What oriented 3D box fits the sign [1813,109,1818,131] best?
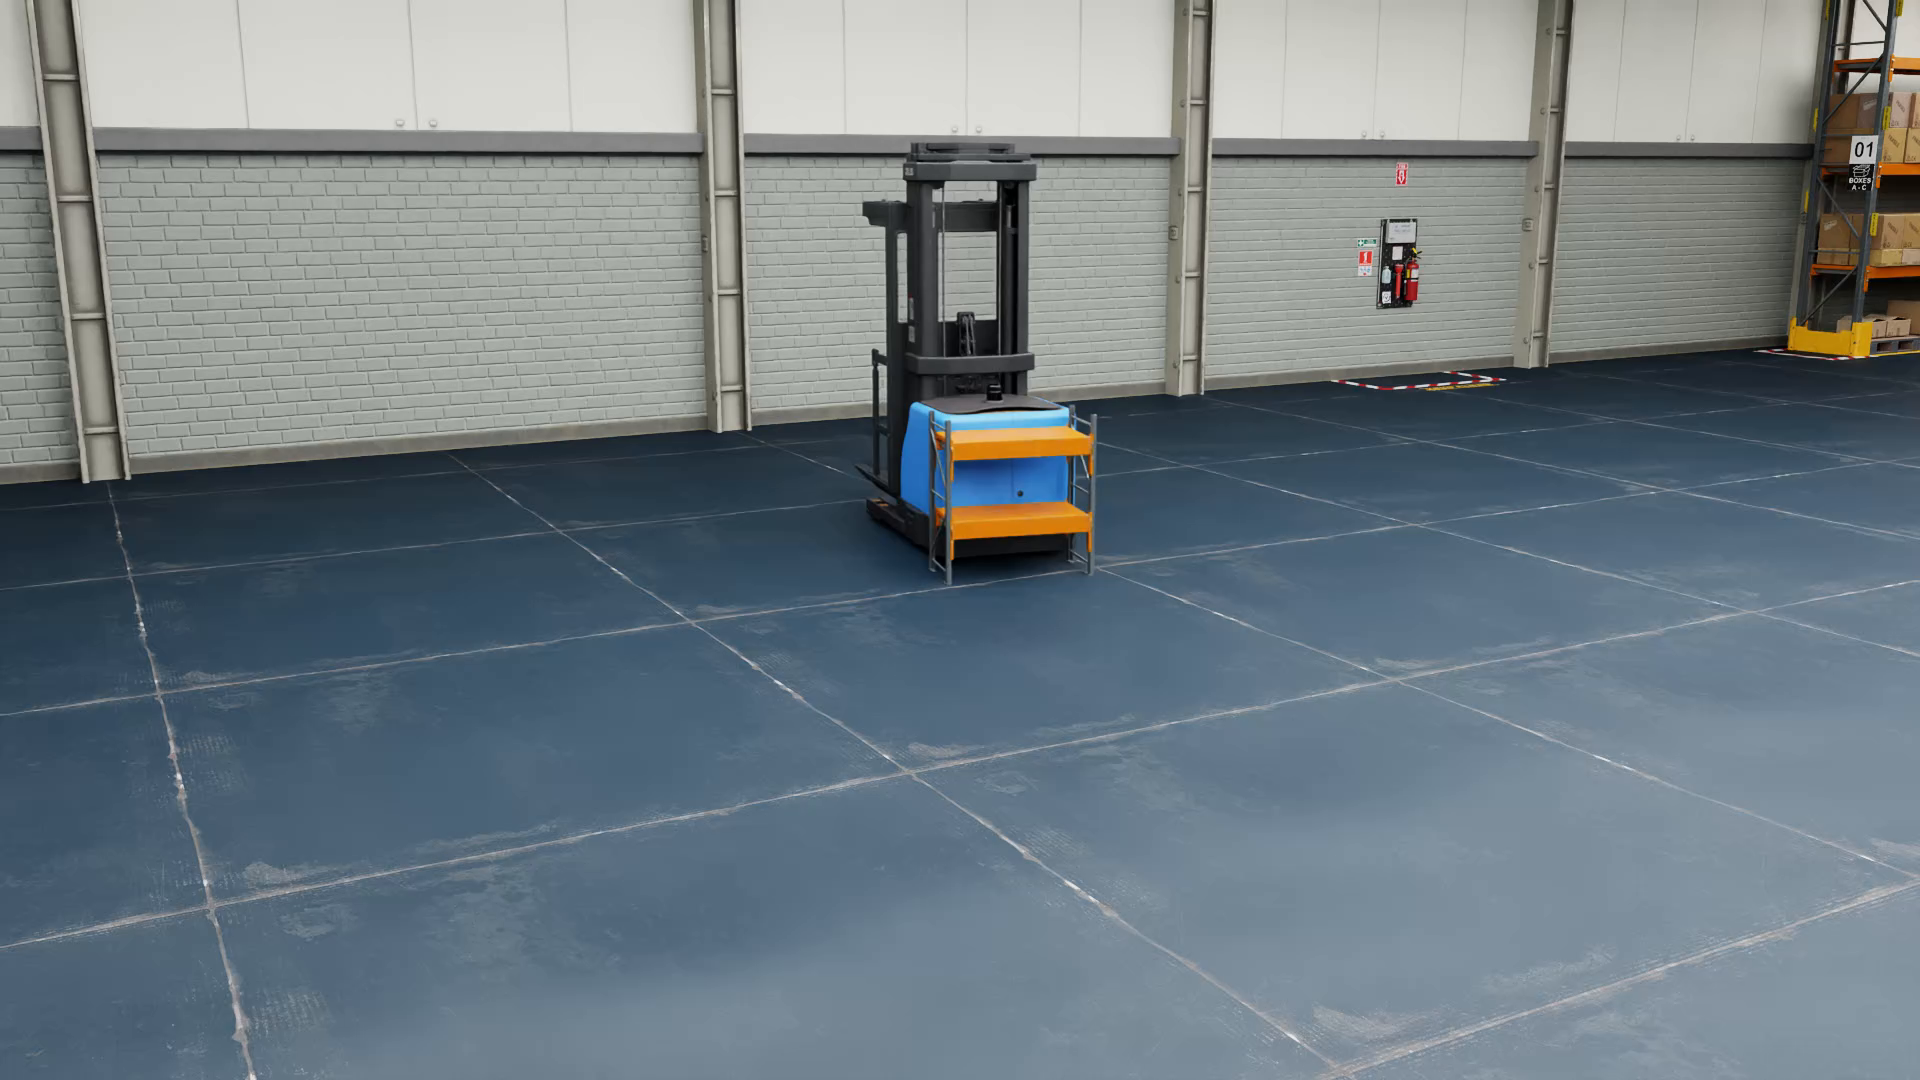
[{"bbox_3d":[12.872,-6.310,24.967,0.005,0.325,0.100,-7,14,-28],"label":"sign"}]

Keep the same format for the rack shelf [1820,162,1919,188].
[{"bbox_3d":[14.876,-5.628,25.593,4.000,0.370,1.077,-7,14,-28],"label":"rack shelf"}]

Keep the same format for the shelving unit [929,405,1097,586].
[{"bbox_3d":[0.355,-0.320,11.470,1.048,1.125,0.538,-3,13,-15],"label":"shelving unit"}]

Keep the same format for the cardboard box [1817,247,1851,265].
[{"bbox_3d":[13.438,-4.329,25.307,0.500,0.250,0.500,-7,14,-27],"label":"cardboard box"}]

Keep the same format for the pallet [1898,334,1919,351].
[{"bbox_3d":[14.987,-3.159,26.166,1.213,0.211,1.003,-7,14,-28],"label":"pallet"}]

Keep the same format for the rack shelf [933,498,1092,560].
[{"bbox_3d":[0.355,-0.082,11.524,1.000,0.278,0.538,-3,13,-15],"label":"rack shelf"}]

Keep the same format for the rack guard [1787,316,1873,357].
[{"bbox_3d":[13.187,-3.094,25.219,0.348,0.500,1.175,-7,14,-28],"label":"rack guard"}]

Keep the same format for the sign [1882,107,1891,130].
[{"bbox_3d":[13.381,-6.091,24.019,0.005,0.325,0.100,-7,14,-28],"label":"sign"}]

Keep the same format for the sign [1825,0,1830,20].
[{"bbox_3d":[12.872,-7.874,24.615,0.005,0.325,0.100,-7,14,-28],"label":"sign"}]

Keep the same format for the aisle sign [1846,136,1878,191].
[{"bbox_3d":[13.201,-5.508,24.333,0.004,0.787,0.394,-7,14,-28],"label":"aisle sign"}]

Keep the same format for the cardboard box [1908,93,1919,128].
[{"bbox_3d":[14.039,-6.352,24.620,0.500,0.500,0.500,-7,14,-29],"label":"cardboard box"}]

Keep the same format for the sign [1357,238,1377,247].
[{"bbox_3d":[5.340,-3.898,21.812,0.331,0.109,0.001,-7,14,-28],"label":"sign"}]

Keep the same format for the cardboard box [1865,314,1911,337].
[{"bbox_3d":[14.271,-3.324,25.668,0.500,0.311,0.500,-6,14,-23],"label":"cardboard box"}]

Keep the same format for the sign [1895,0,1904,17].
[{"bbox_3d":[13.380,-7.622,23.674,0.005,0.325,0.100,-7,14,-28],"label":"sign"}]

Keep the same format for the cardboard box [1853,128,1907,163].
[{"bbox_3d":[13.534,-5.814,24.508,0.500,0.500,0.500,-6,14,-26],"label":"cardboard box"}]

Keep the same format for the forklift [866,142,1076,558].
[{"bbox_3d":[-0.110,-1.579,12.950,1.130,2.935,3.031,-4,13,-18],"label":"forklift"}]

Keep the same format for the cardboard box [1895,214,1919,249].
[{"bbox_3d":[14.122,-4.650,25.029,0.500,0.500,0.500,-7,14,-28],"label":"cardboard box"}]

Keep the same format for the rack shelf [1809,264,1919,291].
[{"bbox_3d":[14.876,-4.165,25.923,4.000,0.370,1.077,-7,14,-28],"label":"rack shelf"}]

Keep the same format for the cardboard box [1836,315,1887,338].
[{"bbox_3d":[13.771,-3.264,25.402,0.500,0.311,0.500,-9,15,-34],"label":"cardboard box"}]

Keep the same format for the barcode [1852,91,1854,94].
[{"bbox_3d":[13.504,-6.769,25.153,0.075,0.075,0.001,-7,14,-28],"label":"barcode"}]

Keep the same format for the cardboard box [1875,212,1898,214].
[{"bbox_3d":[14.331,-4.805,25.715,0.500,0.500,0.500,-7,15,-29],"label":"cardboard box"}]

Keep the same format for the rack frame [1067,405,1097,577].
[{"bbox_3d":[0.846,-0.349,11.599,0.032,1.125,0.500,-3,13,-15],"label":"rack frame"}]

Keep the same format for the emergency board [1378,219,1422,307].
[{"bbox_3d":[5.870,-3.662,22.050,0.636,1.158,0.192,-7,14,-28],"label":"emergency board"}]

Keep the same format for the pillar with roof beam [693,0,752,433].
[{"bbox_3d":[-0.416,-4.749,13.217,0.400,9.000,9.100,-7,14,-28],"label":"pillar with roof beam"}]

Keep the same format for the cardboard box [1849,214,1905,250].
[{"bbox_3d":[13.683,-4.600,24.806,0.500,0.500,0.500,-7,14,-28],"label":"cardboard box"}]

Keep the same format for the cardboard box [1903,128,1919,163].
[{"bbox_3d":[14.022,-5.864,24.729,0.500,0.500,0.500,-6,14,-24],"label":"cardboard box"}]

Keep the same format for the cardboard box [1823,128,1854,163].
[{"bbox_3d":[13.365,-5.920,24.978,0.500,0.500,0.500,-6,14,-24],"label":"cardboard box"}]

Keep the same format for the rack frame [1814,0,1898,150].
[{"bbox_3d":[13.120,-7.232,24.250,0.127,3.000,1.000,-7,14,-28],"label":"rack frame"}]

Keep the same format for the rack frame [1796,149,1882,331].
[{"bbox_3d":[13.120,-4.306,24.909,0.127,3.000,1.000,-7,14,-28],"label":"rack frame"}]

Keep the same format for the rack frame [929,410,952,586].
[{"bbox_3d":[-0.136,-0.291,11.342,0.032,1.125,0.500,-3,13,-15],"label":"rack frame"}]

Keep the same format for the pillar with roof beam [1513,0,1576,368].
[{"bbox_3d":[10.117,-6.012,18.827,0.400,9.000,9.100,-7,14,-28],"label":"pillar with roof beam"}]

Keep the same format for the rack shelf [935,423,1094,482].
[{"bbox_3d":[0.355,-0.606,11.406,1.000,0.278,0.538,-3,13,-15],"label":"rack shelf"}]

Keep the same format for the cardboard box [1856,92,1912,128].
[{"bbox_3d":[13.575,-6.309,24.429,0.500,0.500,0.500,-8,15,-32],"label":"cardboard box"}]

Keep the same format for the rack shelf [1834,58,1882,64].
[{"bbox_3d":[14.876,-7.220,25.235,3.809,0.052,0.919,-7,14,-28],"label":"rack shelf"}]

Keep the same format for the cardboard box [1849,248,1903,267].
[{"bbox_3d":[13.701,-4.232,24.879,0.500,0.250,0.500,-7,15,-29],"label":"cardboard box"}]

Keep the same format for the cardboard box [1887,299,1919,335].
[{"bbox_3d":[14.939,-3.484,25.948,0.500,0.500,0.700,-8,15,-31],"label":"cardboard box"}]

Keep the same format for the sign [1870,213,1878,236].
[{"bbox_3d":[13.381,-4.623,24.349,0.005,0.325,0.100,-7,14,-28],"label":"sign"}]

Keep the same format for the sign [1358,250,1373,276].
[{"bbox_3d":[5.332,-3.641,21.875,0.234,0.329,0.001,-7,14,-28],"label":"sign"}]

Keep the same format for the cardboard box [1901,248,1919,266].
[{"bbox_3d":[14.150,-4.290,25.134,0.500,0.250,0.500,-7,15,-30],"label":"cardboard box"}]
